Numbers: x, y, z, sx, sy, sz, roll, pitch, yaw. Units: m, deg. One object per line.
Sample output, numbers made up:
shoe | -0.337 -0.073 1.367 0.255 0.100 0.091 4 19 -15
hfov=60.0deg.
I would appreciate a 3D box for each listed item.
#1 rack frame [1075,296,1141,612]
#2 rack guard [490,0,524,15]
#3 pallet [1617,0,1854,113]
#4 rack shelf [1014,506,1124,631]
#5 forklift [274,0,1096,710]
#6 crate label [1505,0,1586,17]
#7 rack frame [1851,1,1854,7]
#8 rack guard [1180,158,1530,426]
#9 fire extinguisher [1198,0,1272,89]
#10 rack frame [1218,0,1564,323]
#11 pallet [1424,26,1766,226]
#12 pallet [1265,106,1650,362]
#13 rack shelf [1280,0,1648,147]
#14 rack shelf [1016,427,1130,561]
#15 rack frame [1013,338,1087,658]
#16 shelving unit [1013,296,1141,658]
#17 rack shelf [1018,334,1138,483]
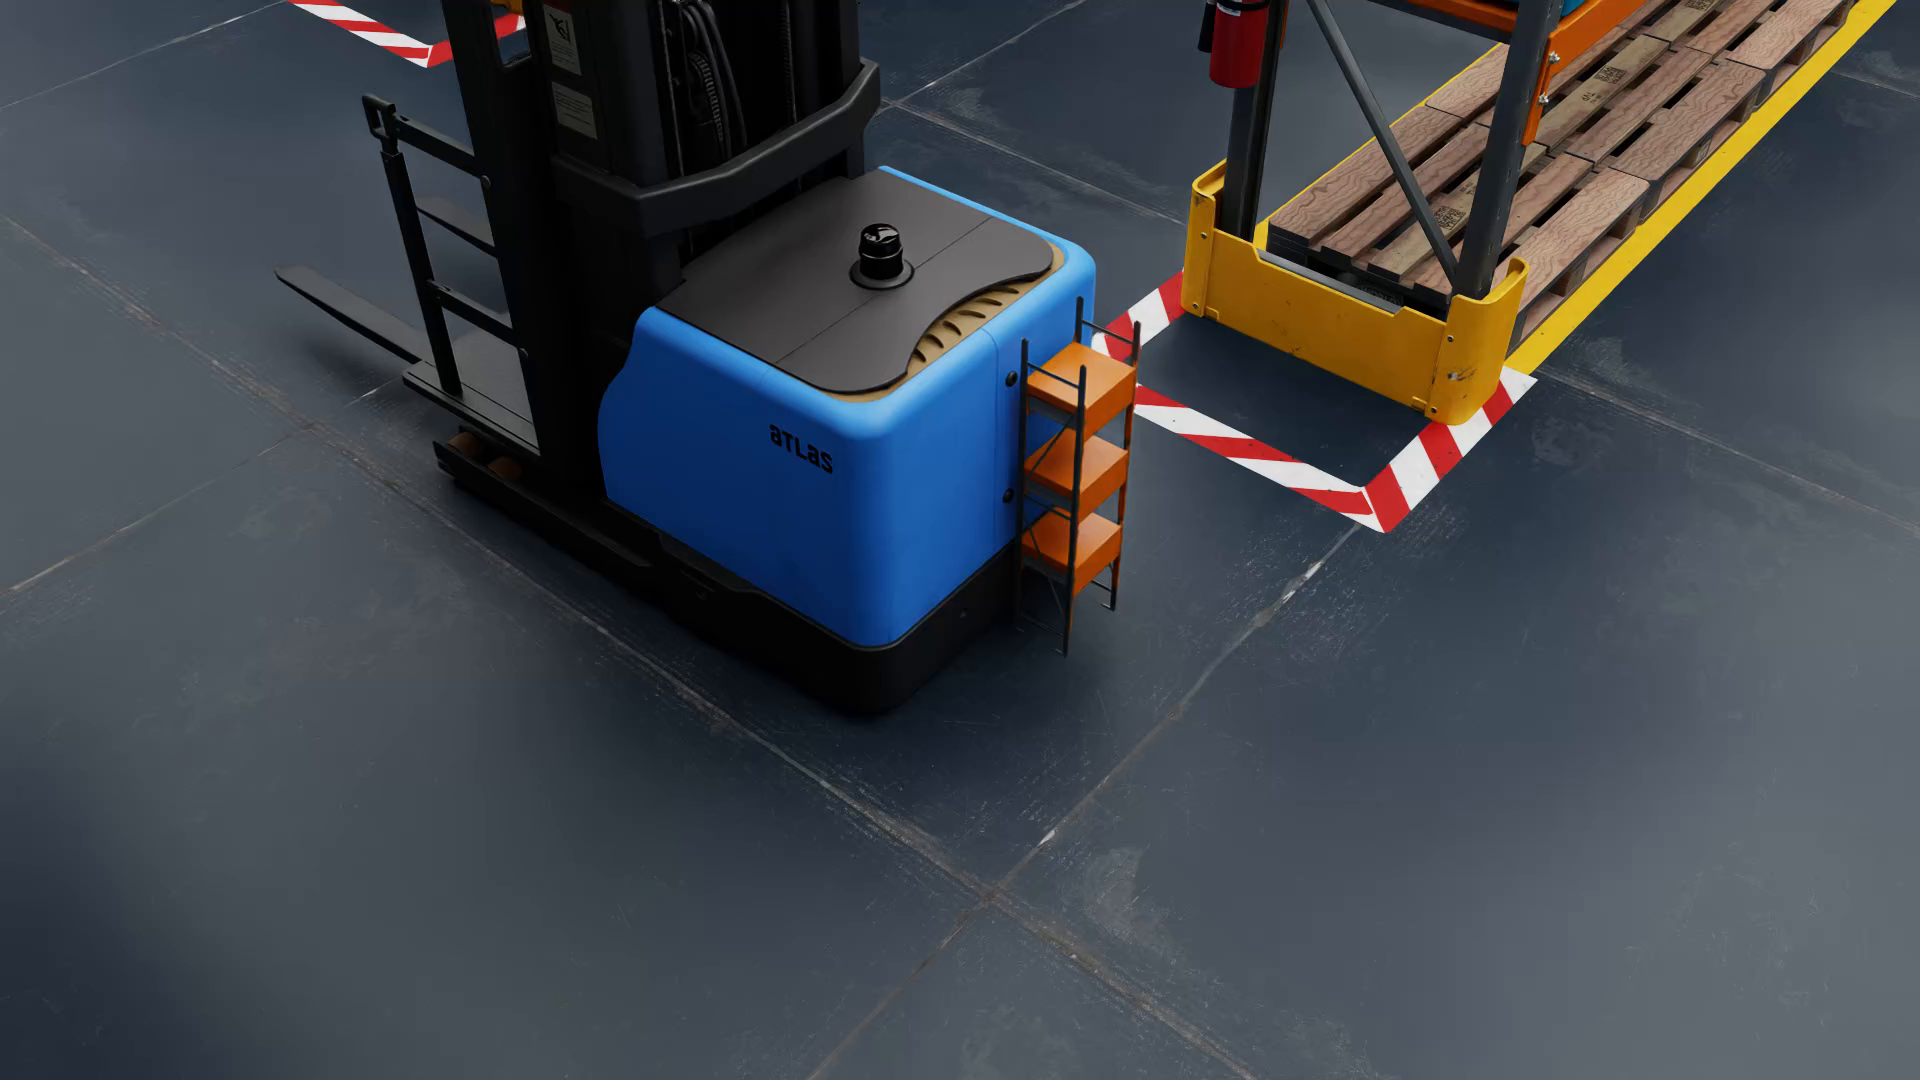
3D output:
rack frame | 0.390 -0.215 4.706 0.200 1.050 0.008 28 49 27
rack guard | -2.446 -3.048 8.231 1.175 0.500 0.348 29 50 28
pallet | 3.491 -2.474 7.814 1.003 0.211 1.213 29 50 28
rack shelf | 0.314 0.063 4.829 0.215 0.259 0.240 28 49 27
forklift | -1.081 -1.437 4.652 3.031 2.935 1.130 28 49 27
crate label | 1.771 -1.786 5.064 0.416 0.233 0.303 29 50 28
rack frame | 3.935 -3.901 7.310 1.000 3.000 0.127 29 50 28
rack guard | 1.355 -0.898 5.866 1.175 0.500 0.348 29 50 28
fire extinguisher | 0.915 -1.794 5.328 0.296 0.674 0.183 29 50 28
rack frame | 1.360 -1.841 5.045 1.000 3.000 0.127 29 50 28
pallet | 2.706 -1.843 7.120 1.003 0.211 1.213 29 50 28
pallet | 1.921 -1.217 6.432 1.003 0.211 1.213 29 50 28
rack shelf | 2.647 -2.605 6.420 1.077 0.370 4.000 29 50 28
rack shelf | 0.314 -0.143 4.642 0.215 0.259 0.240 28 49 27
rack frame | 0.238 -0.086 4.564 0.200 1.050 0.008 28 49 27
shelving unit | 0.314 -0.151 4.635 0.215 1.050 0.252 28 49 27
rack shelf | 0.314 -0.353 4.451 0.215 0.259 0.240 28 49 27
